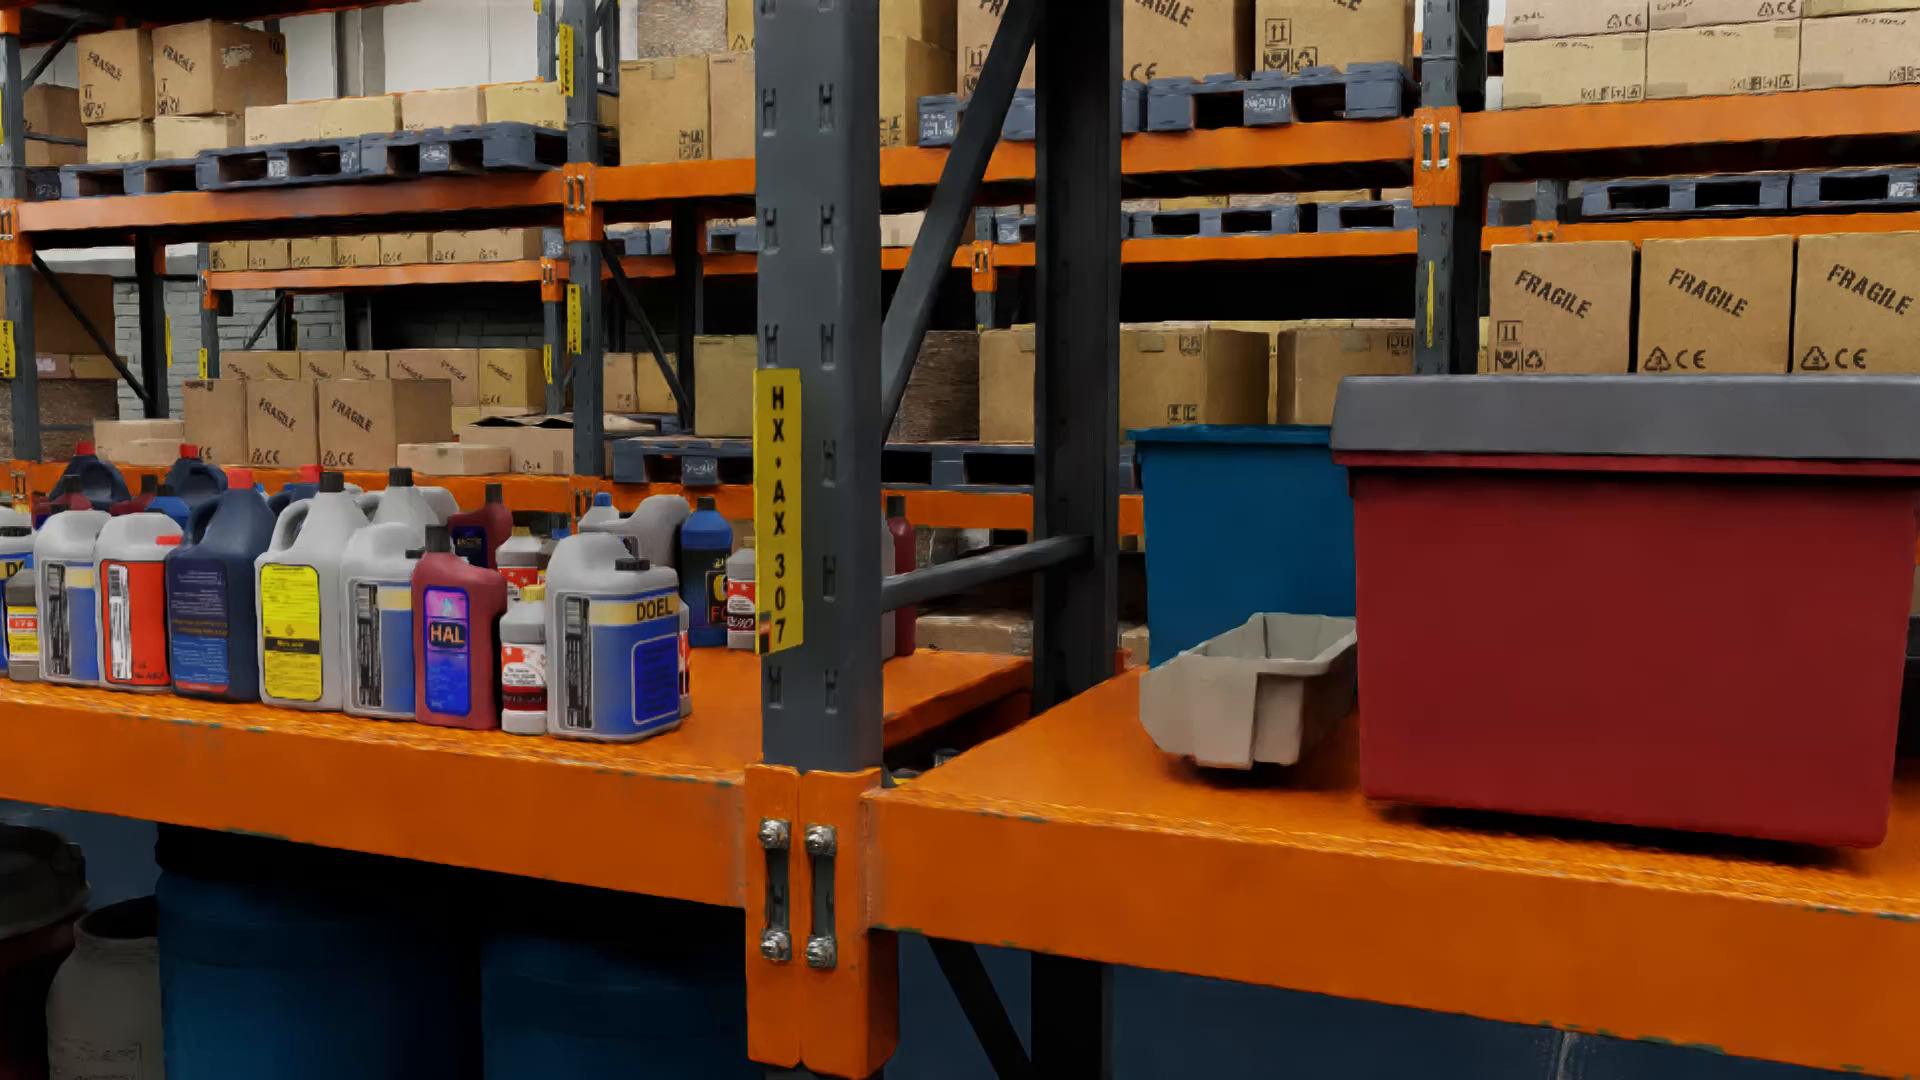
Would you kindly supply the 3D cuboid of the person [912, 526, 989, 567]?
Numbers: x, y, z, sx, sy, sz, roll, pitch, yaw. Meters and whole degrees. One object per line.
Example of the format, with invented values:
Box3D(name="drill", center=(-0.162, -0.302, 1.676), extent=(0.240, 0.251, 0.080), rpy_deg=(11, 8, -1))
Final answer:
Box3D(name="person", center=(-0.007, -0.086, 10.255), extent=(0.664, 1.772, 0.568), rpy_deg=(2, 6, 24))
